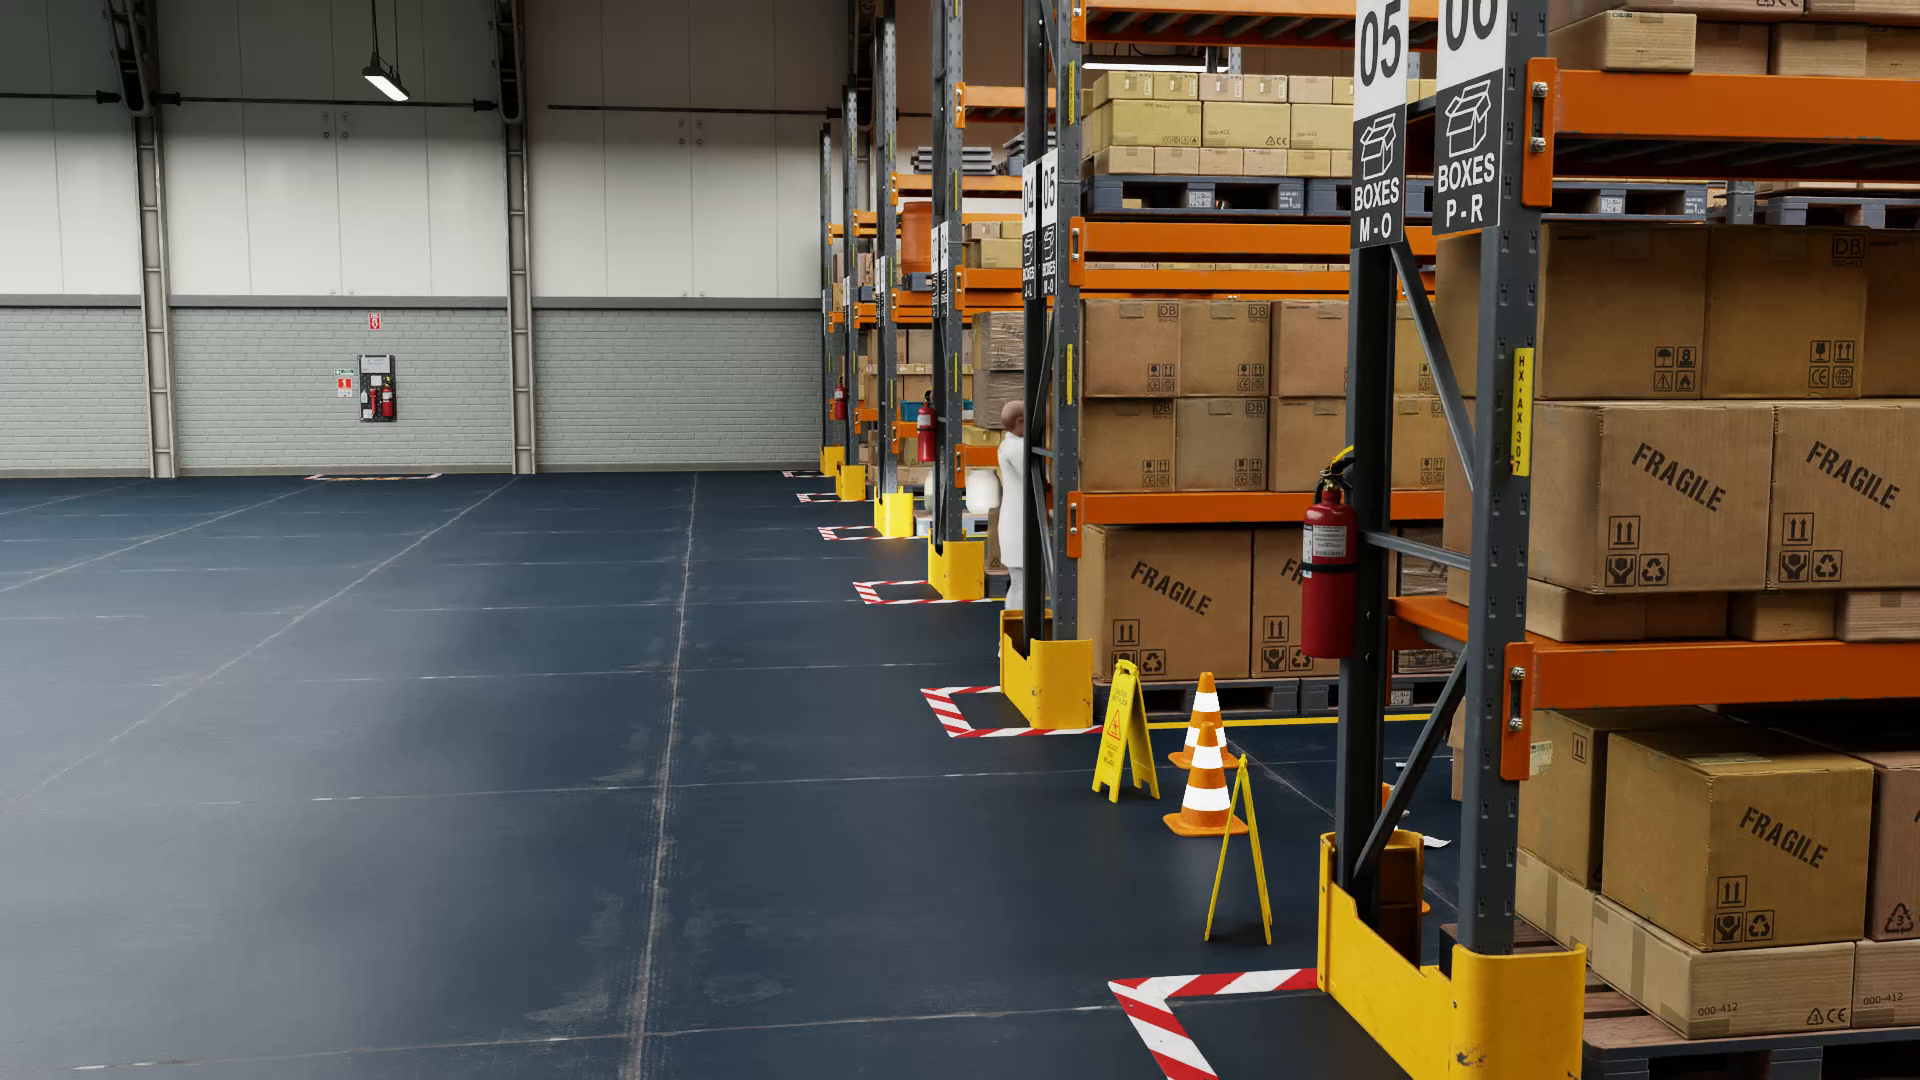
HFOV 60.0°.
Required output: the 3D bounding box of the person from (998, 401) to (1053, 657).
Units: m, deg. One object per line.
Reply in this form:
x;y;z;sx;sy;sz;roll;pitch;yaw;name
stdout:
0.534;-0.055;11.287;0.543;1.777;0.525;-1;6;-8;person
